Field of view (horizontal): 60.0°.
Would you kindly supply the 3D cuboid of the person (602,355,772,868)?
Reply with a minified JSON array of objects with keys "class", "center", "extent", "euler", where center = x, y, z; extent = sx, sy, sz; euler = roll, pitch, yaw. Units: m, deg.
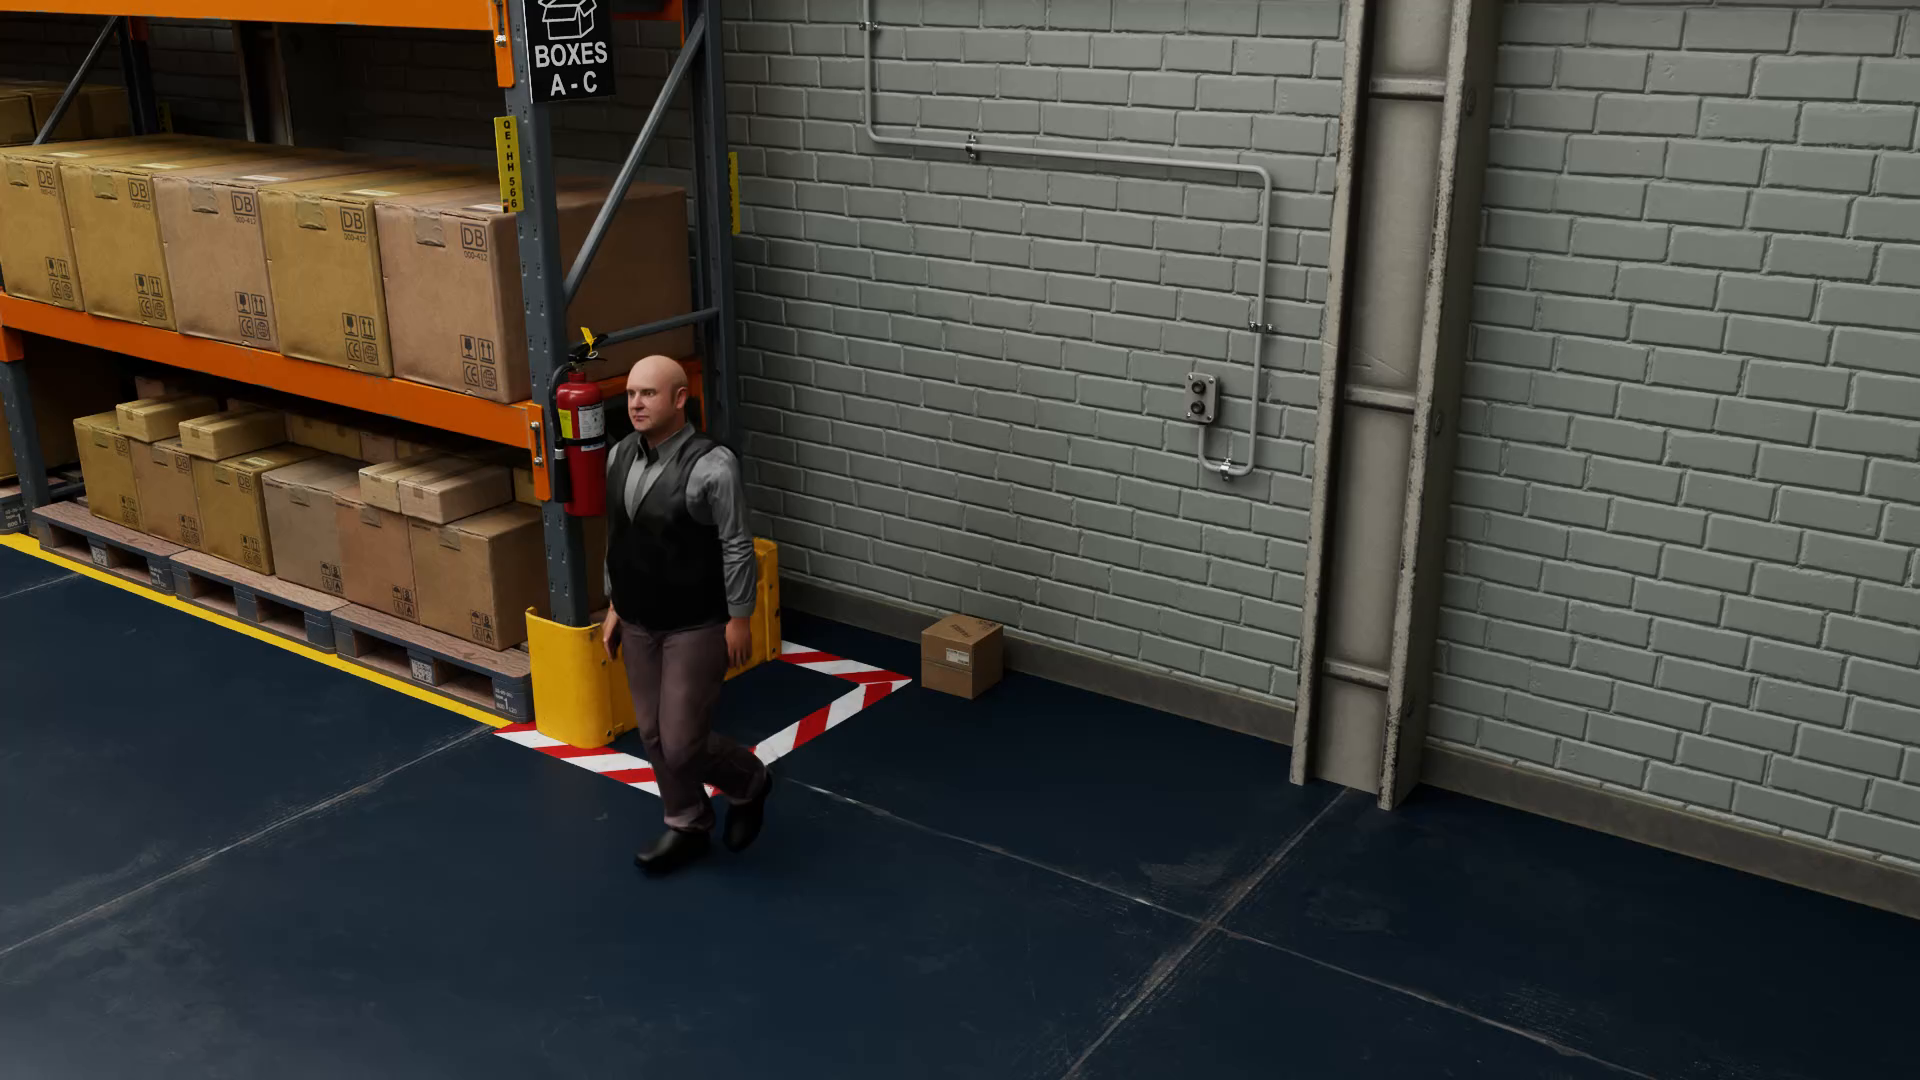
[{"class":"person","center":[-0.888,0.246,5.341],"extent":[0.546,1.712,0.485],"euler":[13,24,33]}]
